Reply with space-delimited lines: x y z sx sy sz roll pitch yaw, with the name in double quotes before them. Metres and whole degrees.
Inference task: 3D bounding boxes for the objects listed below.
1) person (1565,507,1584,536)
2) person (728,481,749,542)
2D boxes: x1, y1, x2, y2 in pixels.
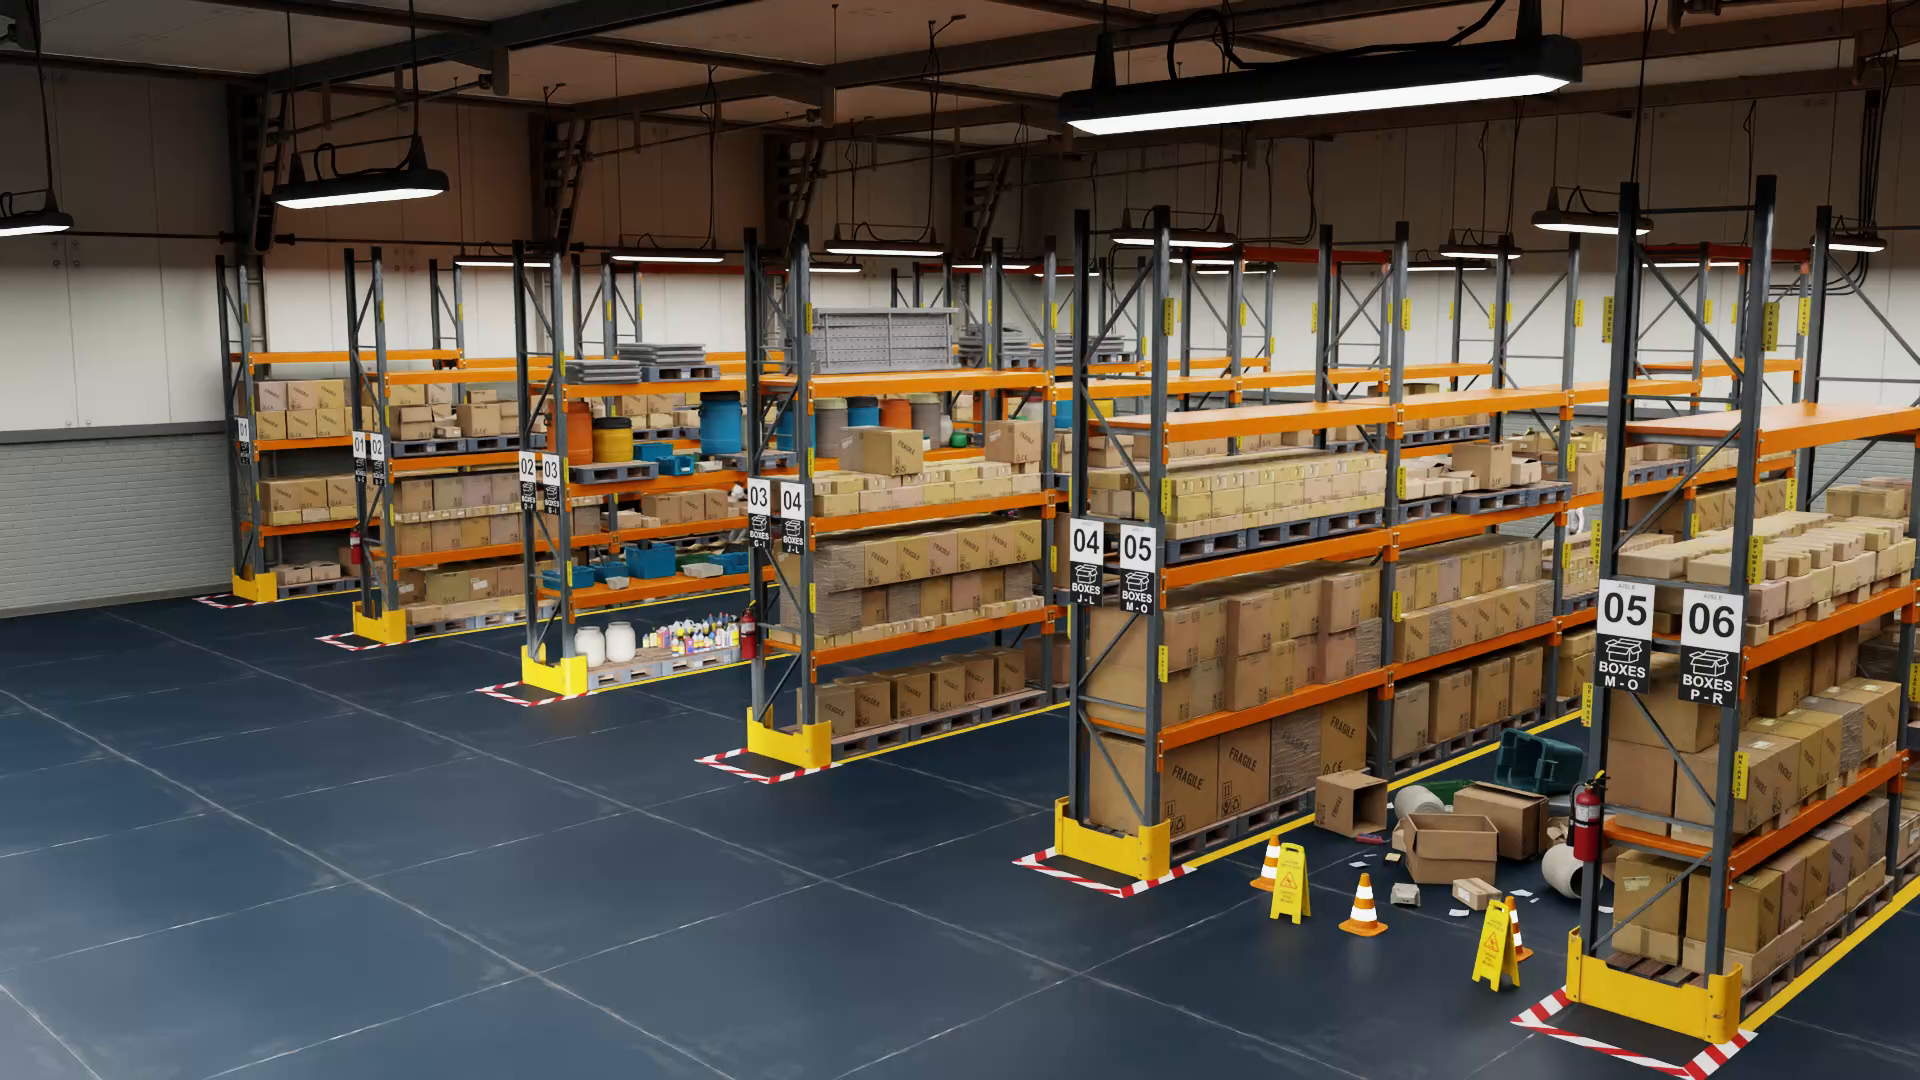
"person" 11.854 -0.226 32.276 0.474 1.598 1.069 3 9 18
"person" -4.613 -0.541 34.394 0.492 1.661 0.465 -4 9 -25
